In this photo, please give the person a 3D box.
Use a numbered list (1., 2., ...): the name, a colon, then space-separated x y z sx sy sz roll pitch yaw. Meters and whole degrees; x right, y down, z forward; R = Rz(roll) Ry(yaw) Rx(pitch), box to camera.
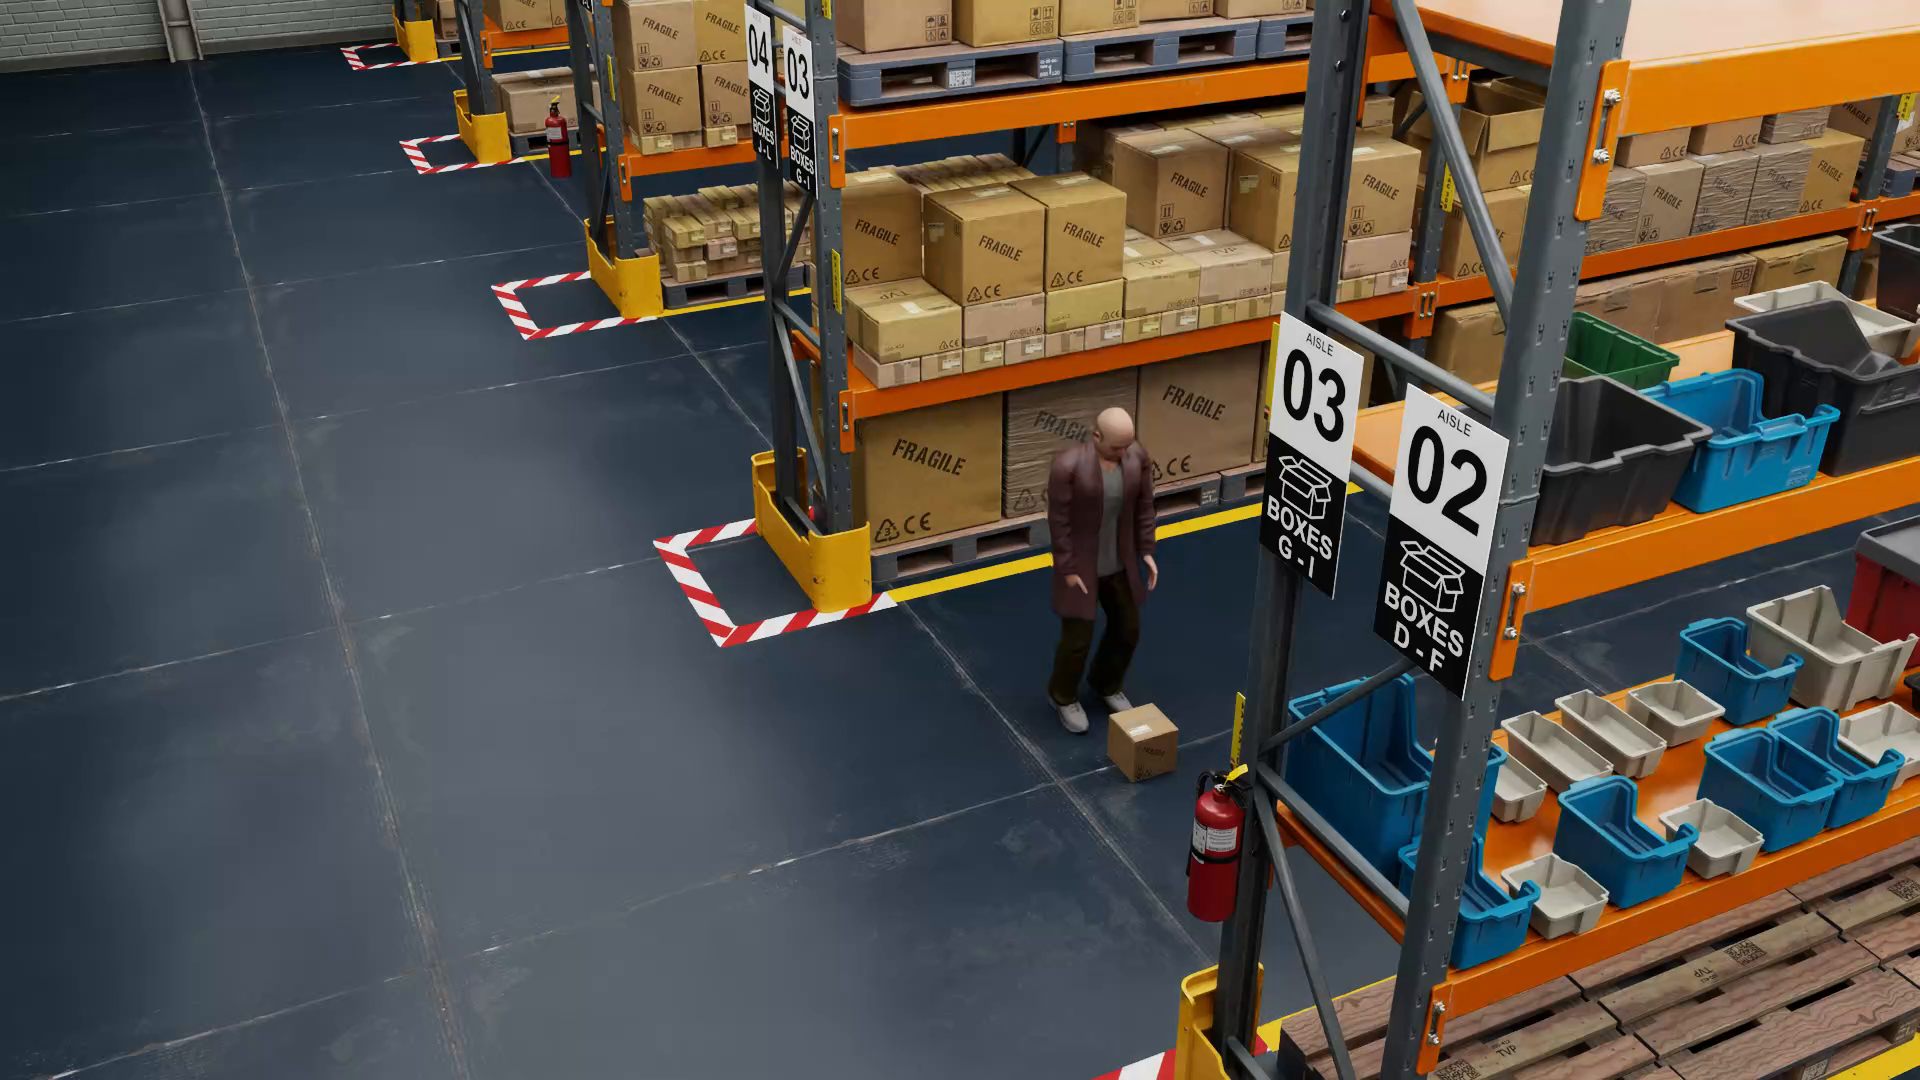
1. person: 0.715 0.175 8.309 0.612 1.643 0.522 -12 31 -21
